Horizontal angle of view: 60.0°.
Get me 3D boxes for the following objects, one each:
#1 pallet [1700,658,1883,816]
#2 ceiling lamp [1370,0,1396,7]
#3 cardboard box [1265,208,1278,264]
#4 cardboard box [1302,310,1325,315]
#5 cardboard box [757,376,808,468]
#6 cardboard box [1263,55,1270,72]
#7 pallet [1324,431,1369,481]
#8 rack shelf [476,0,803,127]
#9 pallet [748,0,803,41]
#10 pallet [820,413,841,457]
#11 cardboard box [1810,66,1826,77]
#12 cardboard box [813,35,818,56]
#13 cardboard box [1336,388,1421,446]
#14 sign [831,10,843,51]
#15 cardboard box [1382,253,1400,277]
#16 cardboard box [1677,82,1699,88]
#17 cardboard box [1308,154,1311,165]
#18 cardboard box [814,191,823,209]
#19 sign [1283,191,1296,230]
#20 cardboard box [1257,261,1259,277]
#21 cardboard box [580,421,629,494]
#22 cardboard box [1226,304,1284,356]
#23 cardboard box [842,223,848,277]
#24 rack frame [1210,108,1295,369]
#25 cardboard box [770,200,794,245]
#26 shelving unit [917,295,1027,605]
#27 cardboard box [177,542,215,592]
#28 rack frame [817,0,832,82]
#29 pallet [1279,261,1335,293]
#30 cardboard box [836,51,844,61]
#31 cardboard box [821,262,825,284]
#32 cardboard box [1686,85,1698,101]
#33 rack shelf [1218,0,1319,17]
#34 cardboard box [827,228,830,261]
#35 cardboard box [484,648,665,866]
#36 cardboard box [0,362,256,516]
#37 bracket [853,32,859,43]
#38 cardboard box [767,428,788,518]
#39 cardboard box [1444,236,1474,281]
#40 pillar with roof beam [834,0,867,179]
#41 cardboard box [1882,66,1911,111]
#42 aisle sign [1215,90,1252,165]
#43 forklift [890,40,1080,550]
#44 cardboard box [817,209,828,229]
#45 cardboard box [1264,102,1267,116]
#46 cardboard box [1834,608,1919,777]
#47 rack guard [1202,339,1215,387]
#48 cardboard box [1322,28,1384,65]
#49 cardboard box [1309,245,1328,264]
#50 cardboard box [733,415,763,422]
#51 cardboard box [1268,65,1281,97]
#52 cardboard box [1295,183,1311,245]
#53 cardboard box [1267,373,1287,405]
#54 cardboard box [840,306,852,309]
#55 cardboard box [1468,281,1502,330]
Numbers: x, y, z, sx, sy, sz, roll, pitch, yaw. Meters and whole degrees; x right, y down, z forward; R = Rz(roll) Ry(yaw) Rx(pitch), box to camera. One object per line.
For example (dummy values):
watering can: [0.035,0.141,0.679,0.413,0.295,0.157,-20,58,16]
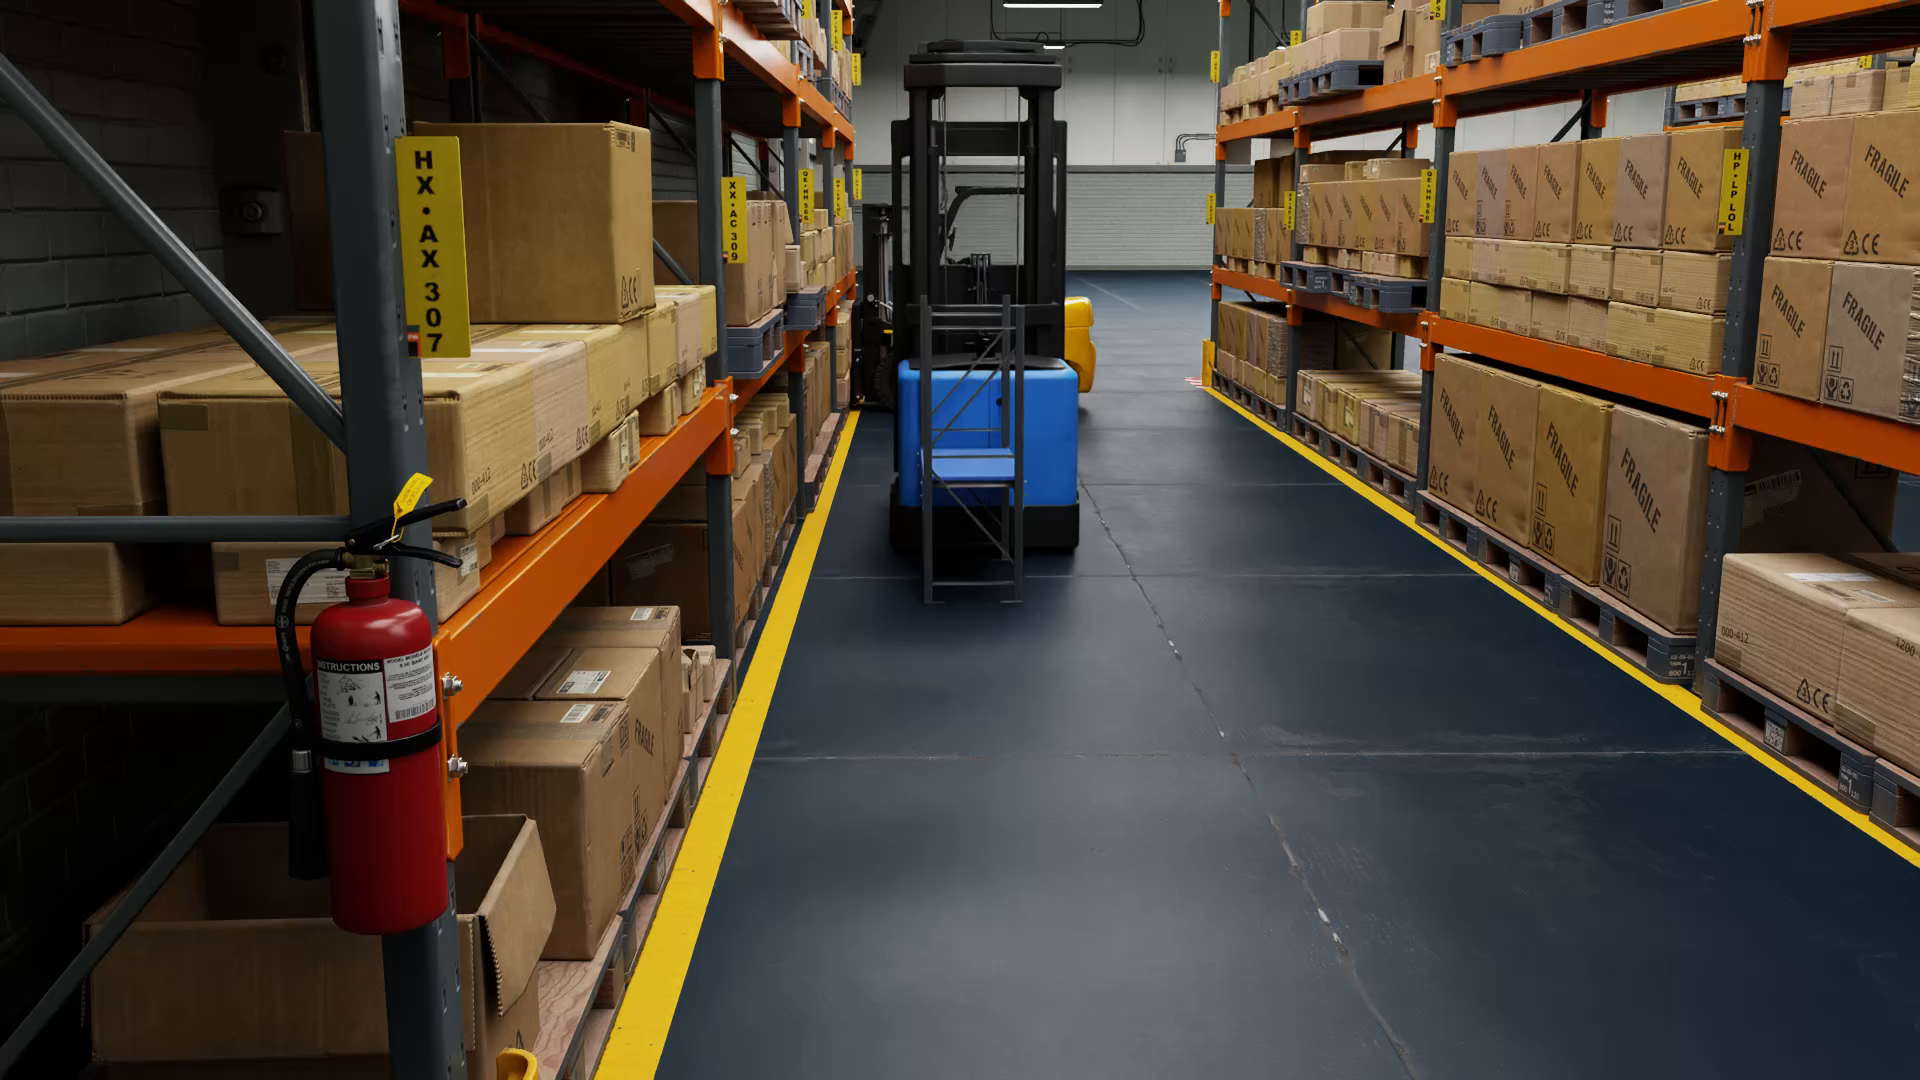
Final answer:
pallet: [3.485,0.693,6.112,1.003,0.211,1.213,0,11,-1]
ceiling lamp: [9.235,-12.282,33.286,2.000,3.185,0.800,0,11,-1]
cardboard box: [3.107,-2.800,15.315,0.500,0.500,0.500,0,11,1]
cardboard box: [3.608,-1.969,16.193,0.500,0.500,0.500,0,11,2]
cardboard box: [-1.497,-0.765,11.202,0.875,0.625,0.625,0,11,1]
cardboard box: [3.063,-4.473,15.644,0.380,0.149,0.250,0,11,0]
pallet: [3.428,-0.651,12.736,1.003,0.211,1.213,0,11,-1]
rack shelf: [-1.456,-2.319,8.210,1.077,0.370,4.000,0,11,-1]
pallet: [-1.383,-2.518,7.854,1.213,0.211,1.003,0,11,-1]
pallet: [-1.526,-0.881,13.872,1.003,0.211,1.213,0,11,-1]
cardboard box: [7.990,-4.230,15.145,0.380,0.149,0.250,0,11,0]
cardboard box: [-1.238,-3.625,12.164,0.380,0.149,0.250,0,11,-2]
cardboard box: [3.430,-0.948,12.740,0.950,0.372,0.625,0,11,1]
sign: [-1.038,-4.276,13.956,0.100,0.325,0.005,0,11,-1]
cardboard box: [3.095,-1.870,11.308,0.380,0.149,0.250,0,11,-2]
cardboard box: [8.000,-4.951,17.696,0.500,0.250,0.500,0,11,-1]
cardboard box: [3.618,-3.390,15.710,0.700,0.500,0.500,0,11,-2]
cardboard box: [-1.290,-2.971,14.530,0.380,0.149,0.250,0,11,0]
sign: [2.840,-2.836,14.316,0.100,0.325,0.005,0,11,-1]
cardboard box: [3.071,-2.608,16.001,0.380,0.149,0.250,0,11,-2]
cardboard box: [-1.042,-0.208,4.174,0.380,0.149,0.250,-1,11,-3]
cardboard box: [3.056,-2.166,17.165,0.500,0.500,0.500,-1,11,-3]
cardboard box: [-1.357,-2.837,16.245,0.500,0.500,0.500,0,11,-1]
rack frame: [3.300,-3.210,18.339,1.000,3.000,0.127,0,11,-1]
cardboard box: [-1.279,-1.532,8.749,0.797,0.503,0.637,-1,11,-2]
shelving unit: [0.048,-0.513,8.815,0.538,1.500,1.048,0,11,-2]
cardboard box: [-1.551,-0.001,3.152,0.380,0.149,0.250,0,11,1]
rack frame: [-1.580,-5.334,13.719,1.000,3.000,0.127,0,11,-1]
pallet: [3.253,-2.169,13.687,1.003,0.211,1.213,0,11,-1]
cardboard box: [-1.515,-4.557,15.867,0.797,0.503,0.637,0,11,1]
cardboard box: [-1.313,-2.023,12.863,0.500,0.250,0.500,0,11,-1]
cardboard box: [7.939,-4.732,17.622,0.380,0.149,0.250,0,11,-1]
rack shelf: [3.341,-5.399,15.855,1.077,0.370,4.000,0,11,-1]
cardboard box: [-1.297,-2.367,13.301,0.500,0.250,0.500,-1,11,-3]
cardboard box: [-1.140,0.613,4.724,0.500,0.500,0.500,0,11,0]
cardboard box: [-1.607,-0.171,2.989,0.500,0.250,0.500,0,11,1]
bracket: [-2.753,-13.122,43.051,0.076,0.066,4.783,0,11,-1]
cardboard box: [-1.274,-0.397,9.703,0.500,0.500,0.500,0,11,-2]
cardboard box: [3.228,-1.690,9.965,0.500,0.250,0.500,0,11,-2]
pillar with roof beam: [1.258,-10.776,40.541,9.100,9.000,0.548,0,11,-1]
cardboard box: [3.363,-1.517,5.593,0.380,0.149,0.250,0,11,-2]
aisle sign: [2.988,-4.496,18.135,0.394,0.787,0.004,0,11,-1]
forklift: [0.107,-1.623,10.689,1.130,2.935,3.031,0,11,-2]
cardboard box: [-1.237,-2.542,13.163,0.380,0.149,0.250,-1,11,-3]
cardboard box: [3.134,-4.131,15.966,0.380,0.149,0.250,0,11,-2]
cardboard box: [3.472,0.528,5.300,0.875,0.438,0.875,-1,11,-3]
rack guard: [3.301,-1.970,18.514,1.175,0.500,0.348,0,11,-1]
cardboard box: [3.037,-3.699,12.525,0.500,0.250,0.500,0,11,-2]
cardboard box: [3.074,-2.337,13.611,0.380,0.149,0.250,0,11,0]
cardboard box: [-1.270,-0.592,9.030,0.380,0.149,0.250,0,11,-2]
cardboard box: [3.093,-4.145,15.029,0.500,0.250,0.500,0,11,-2]
cardboard box: [3.105,-2.722,13.874,0.500,0.500,0.500,0,11,0]
cardboard box: [3.101,-1.390,15.226,0.500,0.250,0.500,0,11,1]
cardboard box: [-1.305,-2.246,16.928,0.500,0.250,0.500,0,11,0]
cardboard box: [3.252,-1.346,9.528,0.500,0.250,0.500,-1,11,-3]
